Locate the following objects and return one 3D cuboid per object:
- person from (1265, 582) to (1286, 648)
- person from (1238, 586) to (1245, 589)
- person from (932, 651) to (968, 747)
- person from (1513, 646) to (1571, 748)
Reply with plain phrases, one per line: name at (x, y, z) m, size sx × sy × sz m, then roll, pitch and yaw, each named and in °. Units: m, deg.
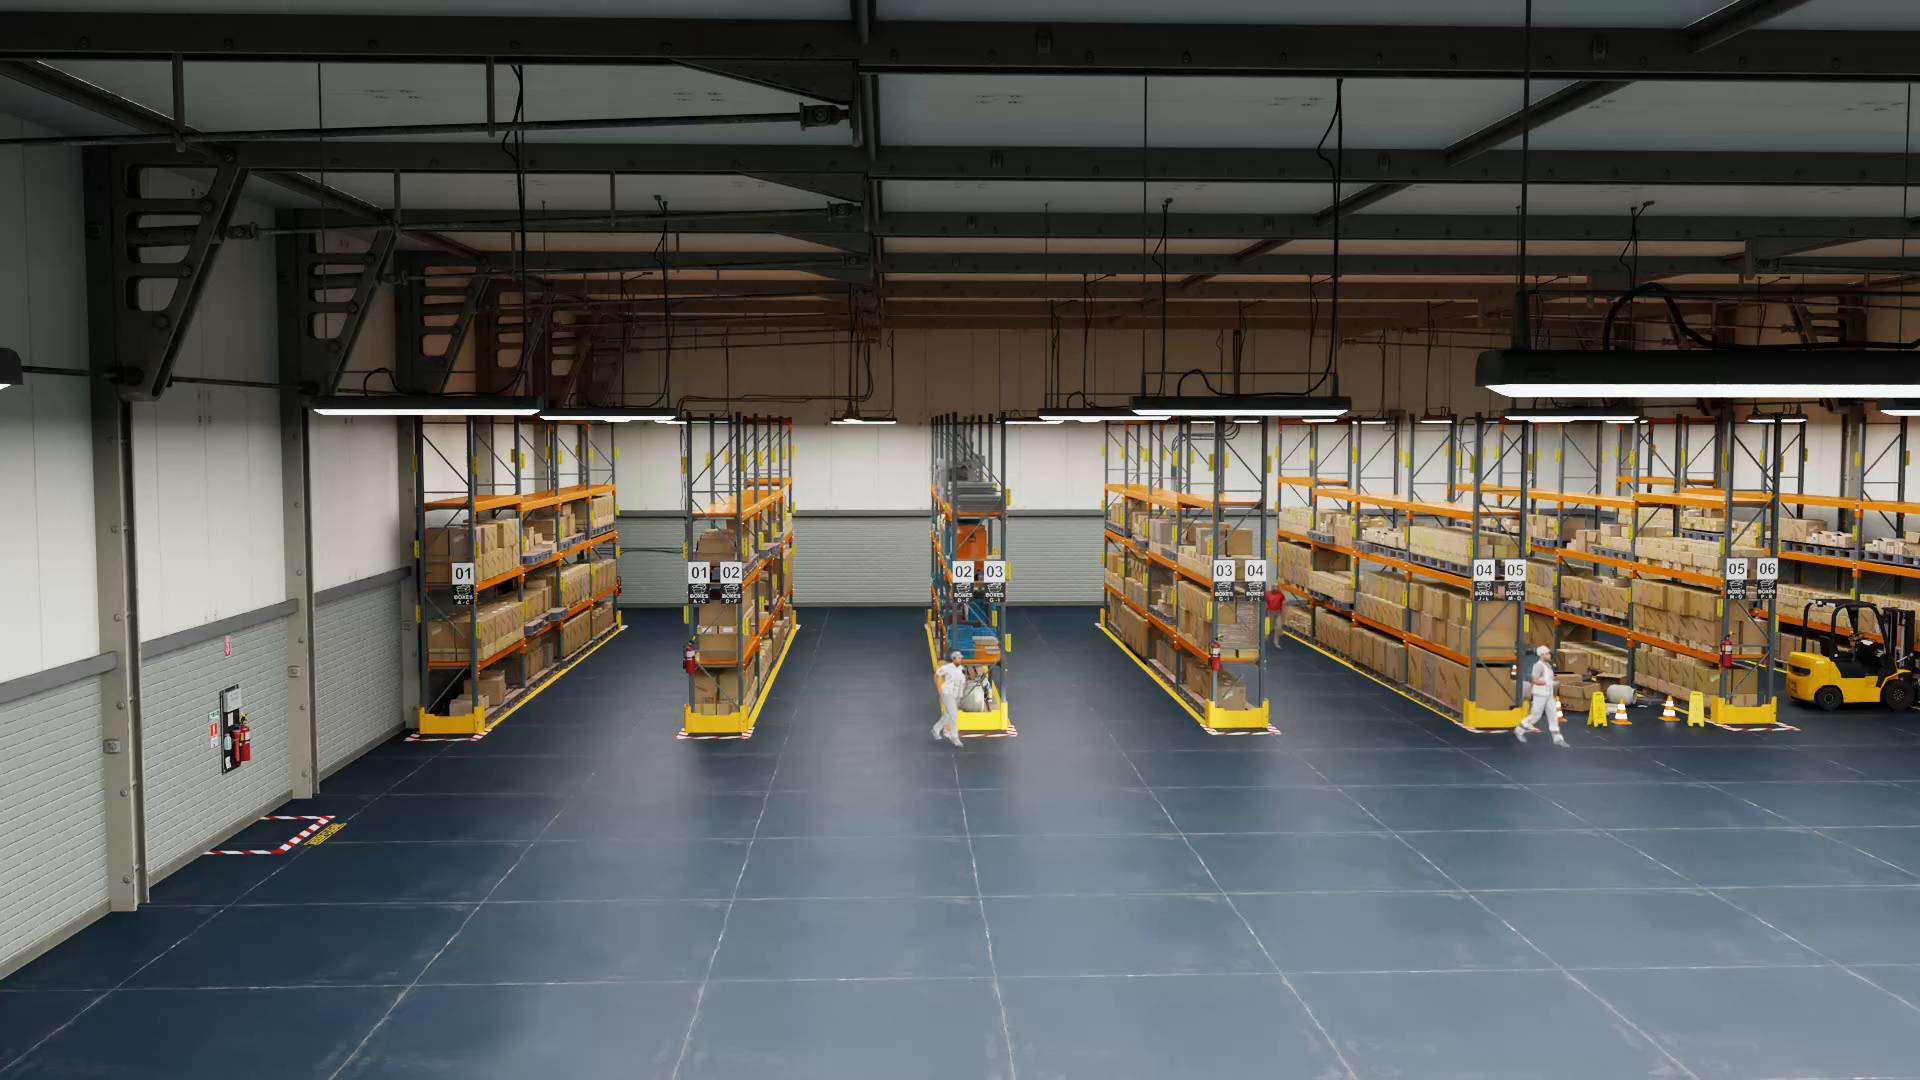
person at (8.196, 1.945, 43.266) m, size 0.677 × 1.686 × 0.829 m, roll 0°, pitch 4°, yaw -4°
person at (7.843, 1.722, 46.557) m, size 0.671 × 1.660 × 0.533 m, roll -1°, pitch 4°, yaw -9°
person at (-0.121, 2.846, 30.195) m, size 0.870 × 1.650 × 0.634 m, roll 4°, pitch 5°, yaw 43°
person at (10.376, 2.774, 29.601) m, size 1.021 × 1.779 × 0.659 m, roll 4°, pitch 5°, yaw 45°
